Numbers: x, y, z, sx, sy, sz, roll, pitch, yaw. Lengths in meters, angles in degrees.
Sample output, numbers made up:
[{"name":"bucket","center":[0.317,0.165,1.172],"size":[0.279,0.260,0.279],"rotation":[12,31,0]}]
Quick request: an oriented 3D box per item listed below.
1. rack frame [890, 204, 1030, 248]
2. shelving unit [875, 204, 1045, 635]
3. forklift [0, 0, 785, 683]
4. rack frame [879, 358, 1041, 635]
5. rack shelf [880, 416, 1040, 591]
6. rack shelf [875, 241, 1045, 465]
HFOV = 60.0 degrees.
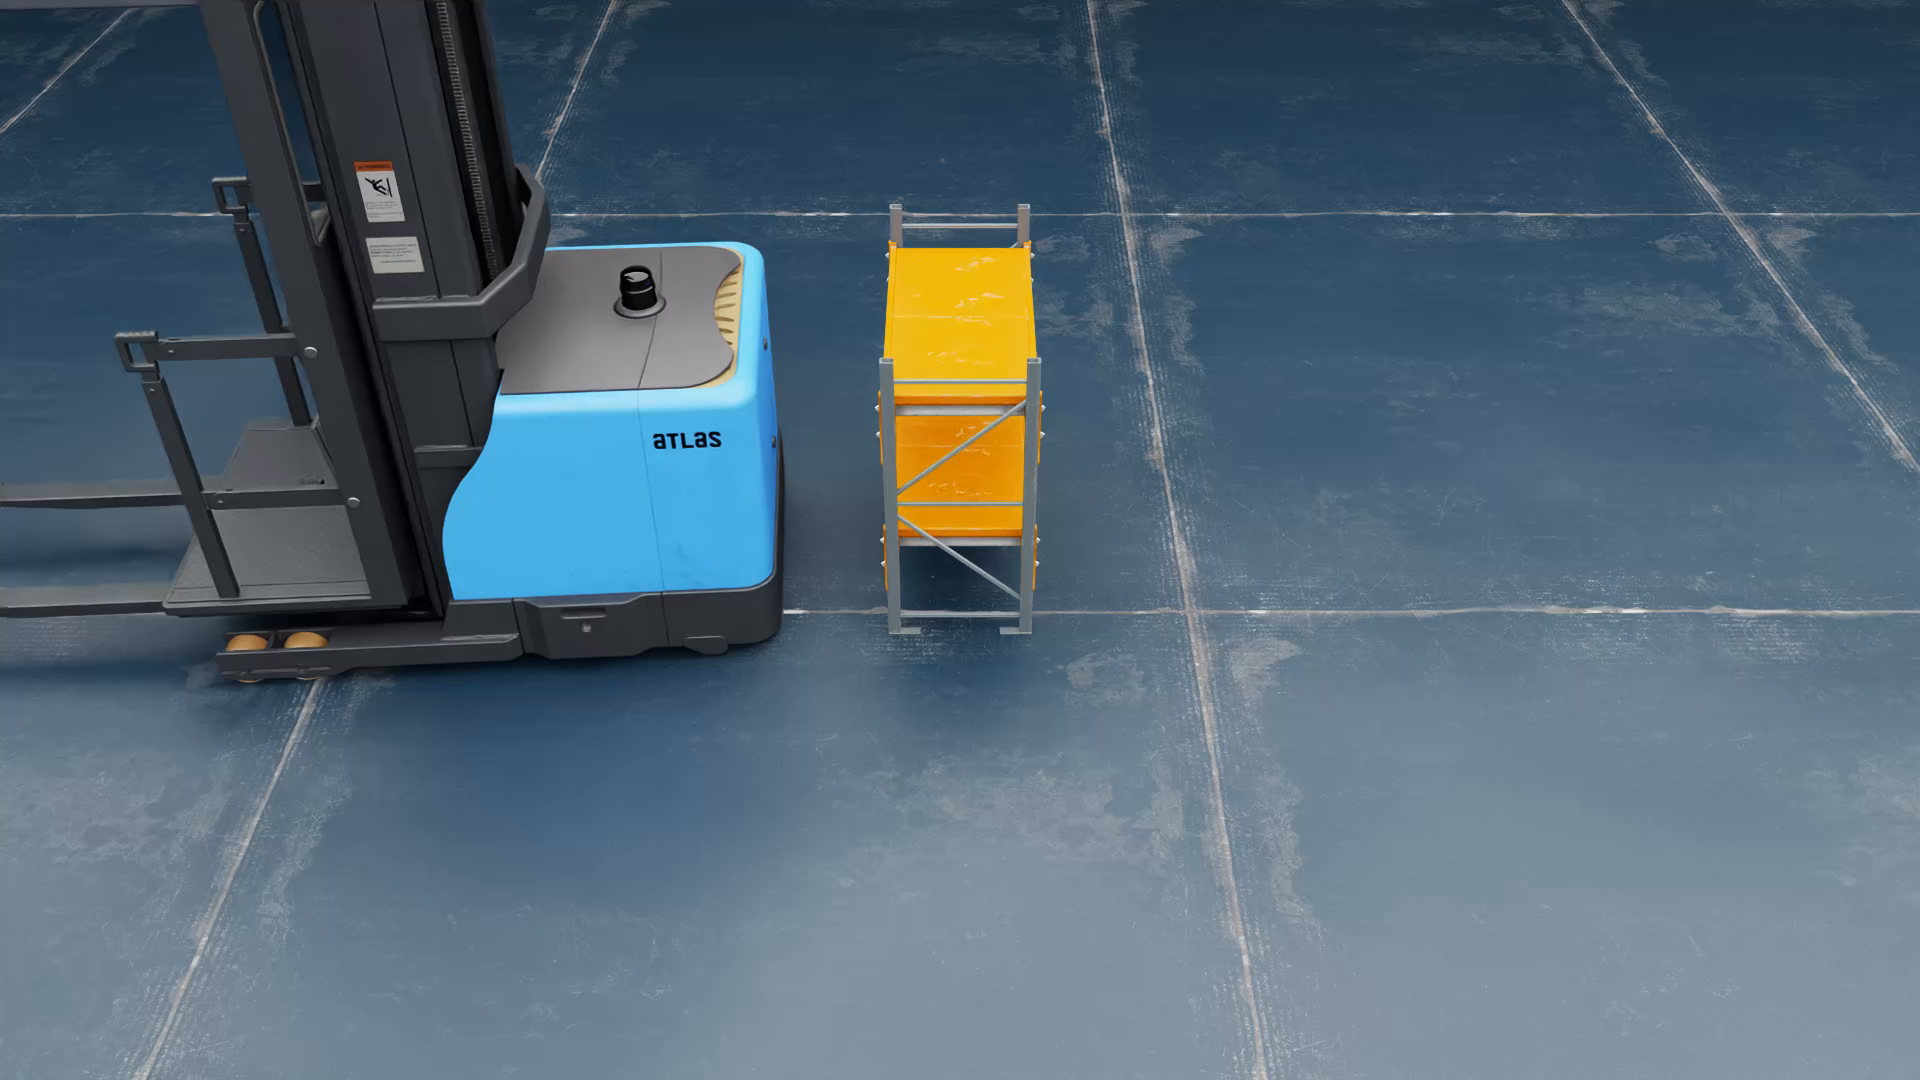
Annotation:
[{"name":"rack frame","center":[-0.001,-0.753,6.290],"size":[0.500,1.125,0.032],"rotation":[0,39,0]},{"name":"shelving unit","center":[0.000,-0.435,5.893],"size":[0.538,1.125,1.048],"rotation":[0,39,0]},{"name":"forklift","center":[-2.161,-1.003,5.158],"size":[3.031,2.935,1.130],"rotation":[-2,39,-3]},{"name":"rack frame","center":[0.001,-0.117,5.496],"size":[0.500,1.125,0.032],"rotation":[0,39,0]},{"name":"rack shelf","center":[0.000,-0.244,6.046],"size":[0.538,0.278,1.000],"rotation":[0,39,0]},{"name":"rack shelf","center":[0.000,-0.663,5.710],"size":[0.538,0.278,1.000],"rotation":[0,39,0]}]
